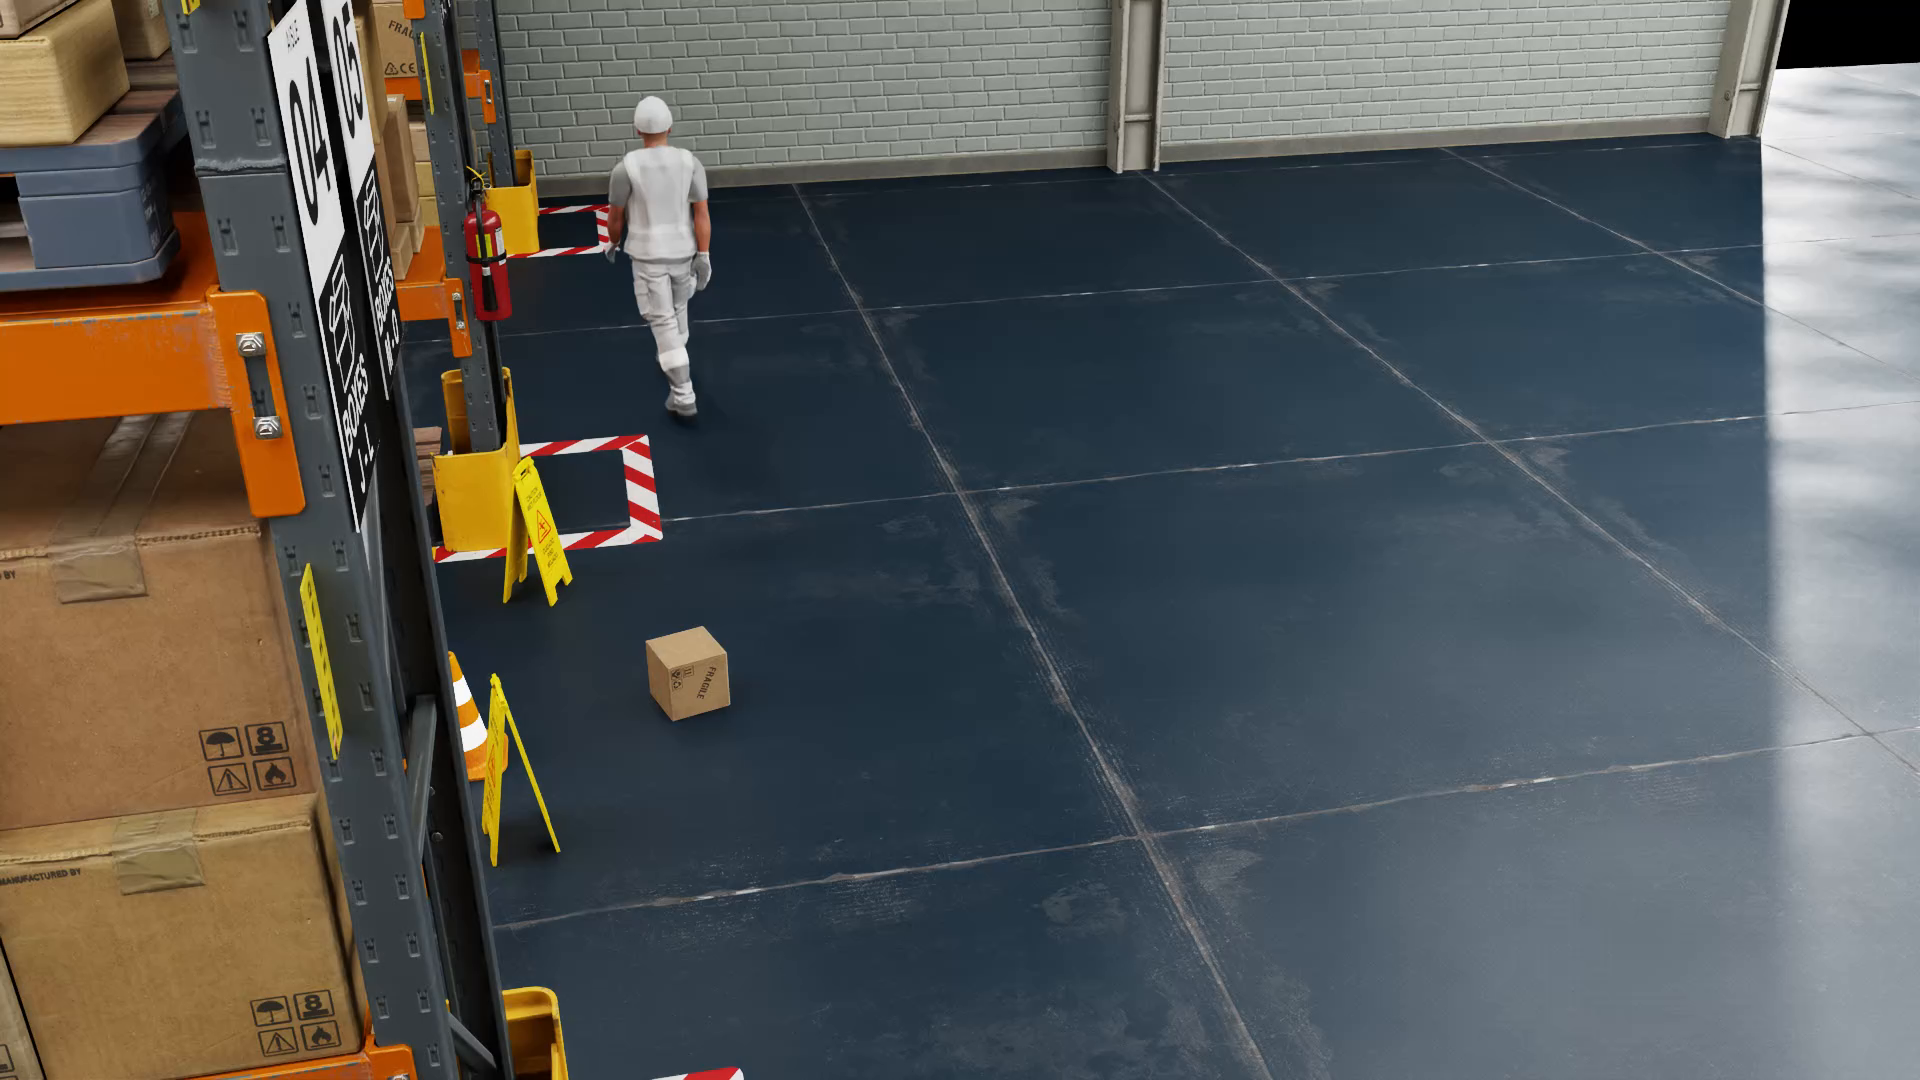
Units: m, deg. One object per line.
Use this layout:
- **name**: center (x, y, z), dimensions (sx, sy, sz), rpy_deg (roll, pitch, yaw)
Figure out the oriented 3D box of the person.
- **person**: center (-1.710, -1.643, 9.372), dimensions (0.536, 1.733, 1.056), rpy_deg (-12, 29, -23)
